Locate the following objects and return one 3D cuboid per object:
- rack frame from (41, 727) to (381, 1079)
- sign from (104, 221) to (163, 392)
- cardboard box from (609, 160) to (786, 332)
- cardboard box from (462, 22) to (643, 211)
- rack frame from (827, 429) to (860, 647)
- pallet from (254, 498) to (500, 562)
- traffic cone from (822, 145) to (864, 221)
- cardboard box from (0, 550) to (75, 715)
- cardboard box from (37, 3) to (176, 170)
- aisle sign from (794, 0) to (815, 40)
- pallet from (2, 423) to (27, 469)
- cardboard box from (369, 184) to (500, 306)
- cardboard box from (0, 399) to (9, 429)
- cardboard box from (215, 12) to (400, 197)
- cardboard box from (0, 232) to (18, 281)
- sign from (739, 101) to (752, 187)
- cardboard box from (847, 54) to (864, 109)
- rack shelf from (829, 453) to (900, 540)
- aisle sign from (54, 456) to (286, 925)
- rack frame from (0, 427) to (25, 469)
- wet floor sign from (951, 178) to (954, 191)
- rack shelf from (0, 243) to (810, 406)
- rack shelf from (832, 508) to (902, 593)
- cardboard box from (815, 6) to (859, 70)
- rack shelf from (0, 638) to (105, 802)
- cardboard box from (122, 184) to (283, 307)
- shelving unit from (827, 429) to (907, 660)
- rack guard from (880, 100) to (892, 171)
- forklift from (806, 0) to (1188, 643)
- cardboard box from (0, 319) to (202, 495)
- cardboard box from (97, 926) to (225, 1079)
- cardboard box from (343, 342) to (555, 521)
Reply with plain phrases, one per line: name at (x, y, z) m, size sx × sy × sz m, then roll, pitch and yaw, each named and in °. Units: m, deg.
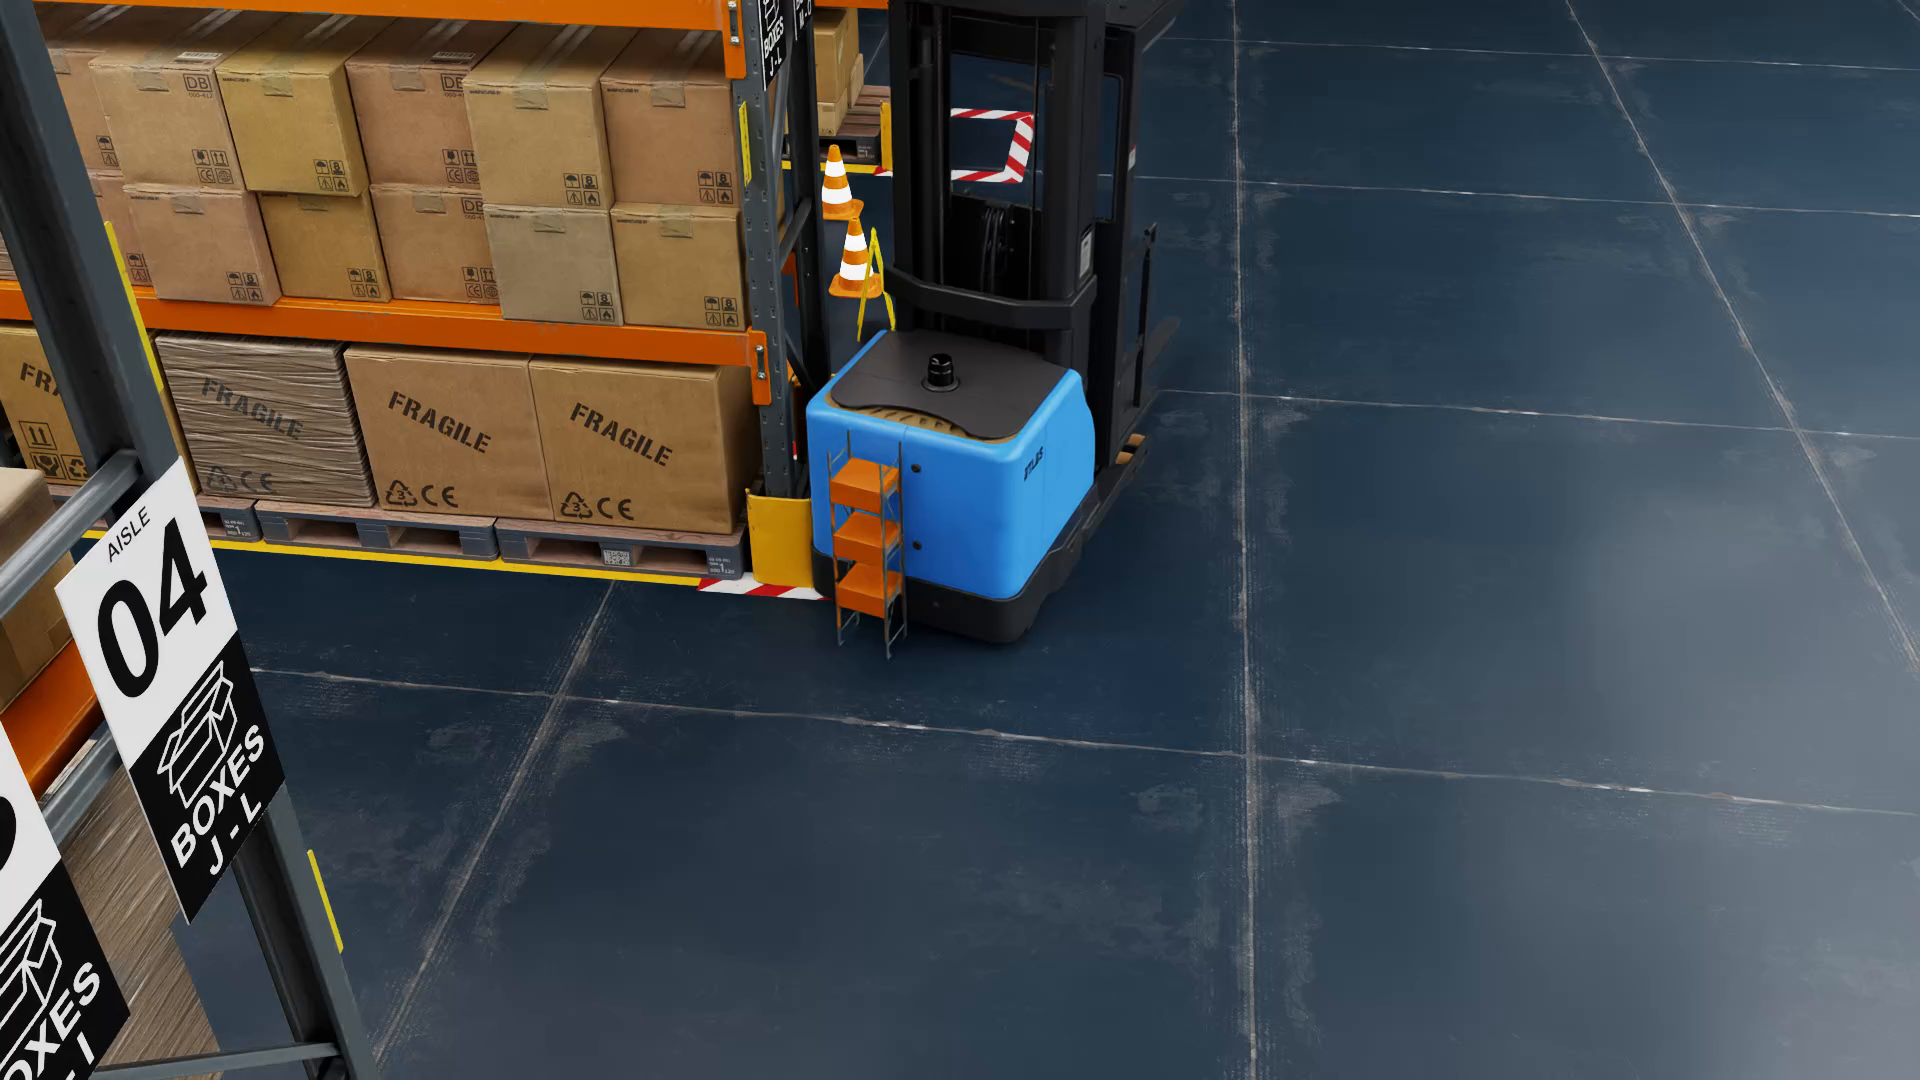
rack frame at (-1.513, 1.511, 3.551) m, size 0.127 × 3.000 × 1.000 m, roll 4°, pitch 36°, yaw 6°
sign at (-1.444, -0.379, 2.864) m, size 0.005 × 0.325 × 0.100 m, roll 4°, pitch 36°, yaw 6°
cardboard box at (-1.155, -1.402, 7.504) m, size 0.550 × 0.550 × 0.875 m, roll 4°, pitch 36°, yaw 6°
cardboard box at (-1.702, -1.878, 7.240) m, size 0.550 × 0.550 × 0.875 m, roll 4°, pitch 36°, yaw 6°
rack frame at (-0.512, 0.005, 7.337) m, size 0.008 × 1.050 × 0.200 m, roll 14°, pitch 38°, yaw 19°
pallet at (-2.791, -0.311, 8.504) m, size 1.213 × 0.211 × 1.003 m, roll 4°, pitch 36°, yaw 6°
traffic cone at (-0.842, -2.455, 11.292) m, size 0.334 × 0.463 × 0.336 m, roll 4°, pitch 36°, yaw 6°
cardboard box at (-1.958, 0.166, 2.982) m, size 0.500 × 0.250 × 0.500 m, roll 5°, pitch 36°, yaw 7°
cardboard box at (-3.827, -2.116, 7.573) m, size 0.550 × 0.550 × 0.875 m, roll 4°, pitch 36°, yaw 6°
aisle sign at (-0.673, -2.566, 7.025) m, size 0.004 × 0.787 × 0.394 m, roll 4°, pitch 36°, yaw 6°
pallet at (-5.524, -0.514, 8.789) m, size 1.213 × 0.211 × 1.003 m, roll 4°, pitch 36°, yaw 6°
cardboard box at (-2.243, -1.544, 7.702) m, size 0.550 × 0.550 × 0.875 m, roll 4°, pitch 36°, yaw 6°
cardboard box at (-5.376, -0.885, 8.483) m, size 0.750 × 0.750 × 1.050 m, roll 4°, pitch 36°, yaw 6°
cardboard box at (-2.782, -1.962, 7.358) m, size 0.500 × 0.550 × 0.875 m, roll 4°, pitch 36°, yaw 6°
cardboard box at (-4.381, -1.676, 7.888) m, size 0.550 × 0.550 × 0.875 m, roll 4°, pitch 36°, yaw 6°
sign at (-0.864, -1.596, 6.703) m, size 0.005 × 0.325 × 0.100 m, roll 4°, pitch 36°, yaw 6°
cardboard box at (-1.016, -3.470, 12.536) m, size 0.500 × 0.250 × 0.500 m, roll 4°, pitch 36°, yaw 6°
rack shelf at (-0.401, -0.187, 7.137) m, size 0.240 × 0.259 × 0.215 m, roll 14°, pitch 38°, yaw 19°
aisle sign at (-1.414, 0.284, 3.032) m, size 0.004 × 0.787 × 0.394 m, roll 4°, pitch 36°, yaw 6°
rack frame at (-4.749, -1.636, 7.960) m, size 0.127 × 3.000 × 1.000 m, roll 4°, pitch 36°, yaw 6°
wet floor sign at (-0.199, -2.611, 11.352) m, size 0.232 × 0.644 × 0.267 m, roll 17°, pitch 39°, yaw 22°
rack shelf at (-2.765, -1.195, 7.962) m, size 4.000 × 0.370 × 1.077 m, roll 4°, pitch 36°, yaw 6°
rack shelf at (-0.400, 0.043, 7.303) m, size 0.240 × 0.259 × 0.215 m, roll 14°, pitch 38°, yaw 19°
cardboard box at (-1.040, -3.777, 12.320) m, size 0.500 × 0.500 × 0.500 m, roll 3°, pitch 36°, yaw 4°
rack shelf at (-3.497, 0.434, 3.096) m, size 4.000 × 0.370 × 1.077 m, roll 4°, pitch 36°, yaw 6°
cardboard box at (-3.312, -1.541, 7.698) m, size 0.550 × 0.550 × 0.875 m, roll 4°, pitch 36°, yaw 6°
shelving unit at (-0.400, 0.034, 7.297) m, size 0.252 × 1.050 × 0.215 m, roll 14°, pitch 38°, yaw 19°
rack guard at (-0.326, -3.188, 12.286) m, size 0.348 × 0.500 × 1.175 m, roll 4°, pitch 36°, yaw 6°
forklift at (0.364, -1.578, 7.938) m, size 1.130 × 2.935 × 3.031 m, roll 14°, pitch 38°, yaw 19°
cardboard box at (-4.134, -0.855, 8.333) m, size 0.875 × 0.875 × 0.875 m, roll 5°, pitch 36°, yaw 7°
cardboard box at (-2.055, 1.292, 3.515) m, size 0.500 × 0.500 × 0.875 m, roll 4°, pitch 36°, yaw 6°
cardboard box at (-2.335, -0.722, 8.147) m, size 0.875 × 0.875 × 0.875 m, roll 4°, pitch 36°, yaw 5°
